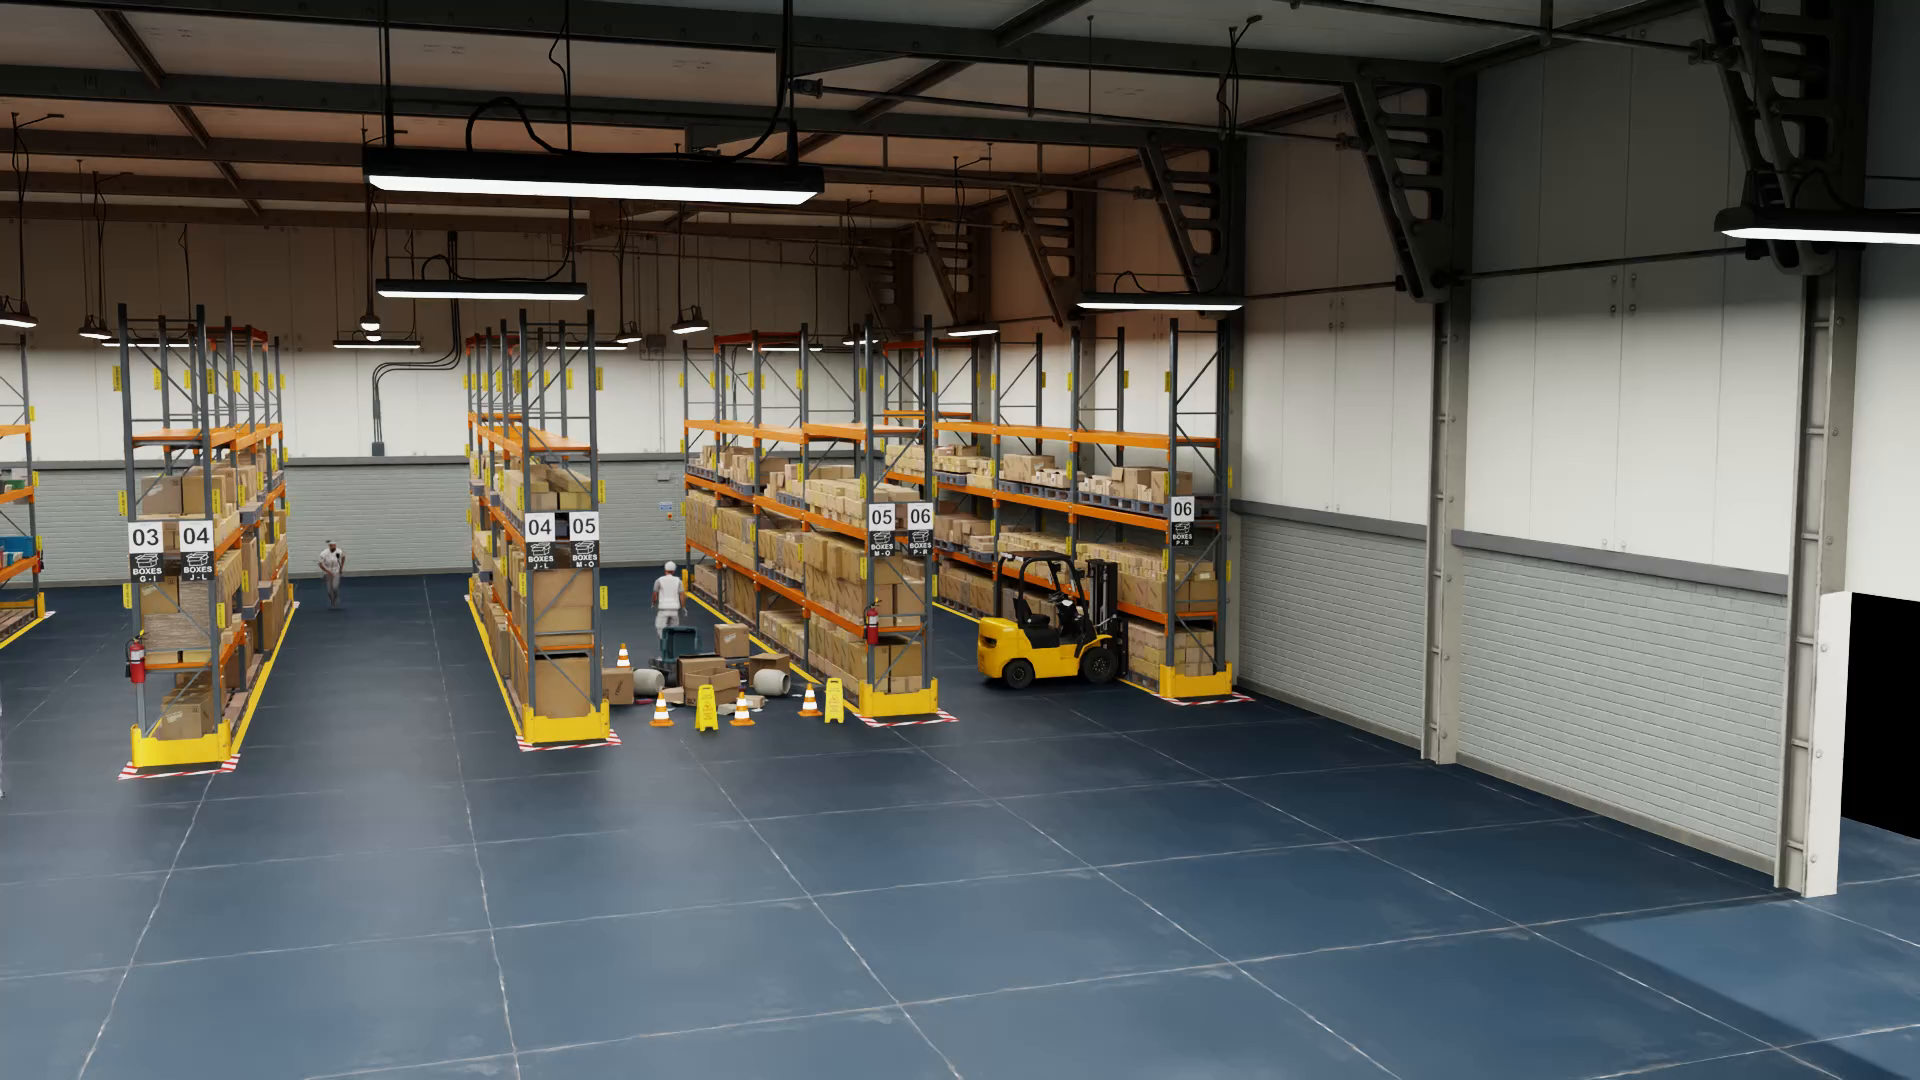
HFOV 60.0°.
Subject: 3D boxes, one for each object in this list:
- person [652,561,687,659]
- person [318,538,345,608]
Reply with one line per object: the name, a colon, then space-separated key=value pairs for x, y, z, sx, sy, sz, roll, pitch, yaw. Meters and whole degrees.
person: x=-5.259 y=1.280 z=30.092 sx=0.644 sy=1.771 sz=0.734 roll=-3 pitch=6 yaw=-25
person: x=-13.844 y=0.736 z=36.675 sx=0.513 sy=1.592 sz=0.728 roll=-1 pitch=6 yaw=-12
